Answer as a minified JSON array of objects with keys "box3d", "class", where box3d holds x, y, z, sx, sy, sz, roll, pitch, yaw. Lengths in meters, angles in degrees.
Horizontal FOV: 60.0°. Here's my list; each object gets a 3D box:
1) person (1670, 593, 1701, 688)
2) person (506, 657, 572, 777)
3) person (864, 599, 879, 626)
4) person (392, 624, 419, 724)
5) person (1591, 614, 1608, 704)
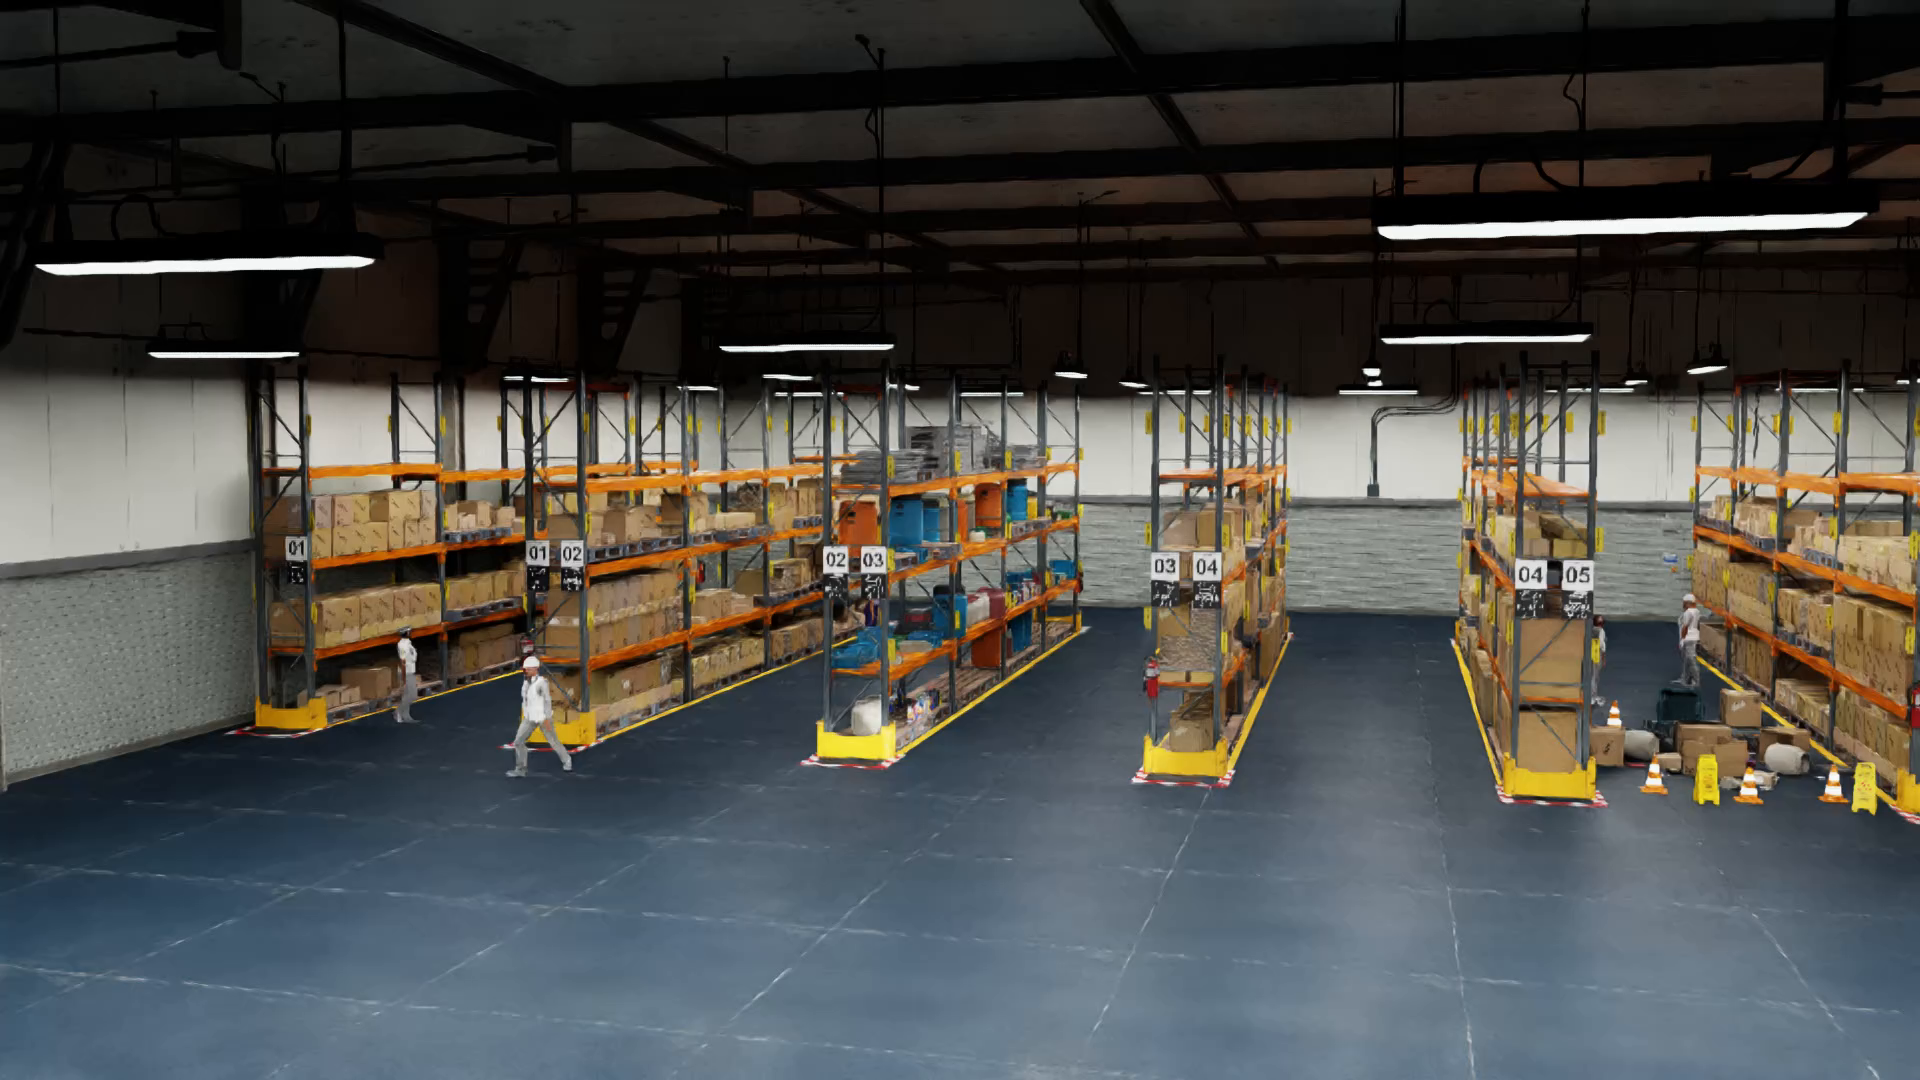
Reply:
[{"box3d":[13.894,1.906,31.792,0.596,1.783,0.673,3,5,34],"class":"person"},{"box3d":[-6.002,2.503,23.763,0.572,1.707,0.954,3,5,35],"class":"person"},{"box3d":[-1.975,1.608,37.143,0.357,1.660,0.567,0,4,-2],"class":"person"},{"box3d":[-9.288,2.249,27.817,0.422,1.674,0.501,-1,4,-14],"class":"person"},{"box3d":[11.497,2.124,29.945,0.409,1.602,0.505,-1,4,-9],"class":"person"}]
